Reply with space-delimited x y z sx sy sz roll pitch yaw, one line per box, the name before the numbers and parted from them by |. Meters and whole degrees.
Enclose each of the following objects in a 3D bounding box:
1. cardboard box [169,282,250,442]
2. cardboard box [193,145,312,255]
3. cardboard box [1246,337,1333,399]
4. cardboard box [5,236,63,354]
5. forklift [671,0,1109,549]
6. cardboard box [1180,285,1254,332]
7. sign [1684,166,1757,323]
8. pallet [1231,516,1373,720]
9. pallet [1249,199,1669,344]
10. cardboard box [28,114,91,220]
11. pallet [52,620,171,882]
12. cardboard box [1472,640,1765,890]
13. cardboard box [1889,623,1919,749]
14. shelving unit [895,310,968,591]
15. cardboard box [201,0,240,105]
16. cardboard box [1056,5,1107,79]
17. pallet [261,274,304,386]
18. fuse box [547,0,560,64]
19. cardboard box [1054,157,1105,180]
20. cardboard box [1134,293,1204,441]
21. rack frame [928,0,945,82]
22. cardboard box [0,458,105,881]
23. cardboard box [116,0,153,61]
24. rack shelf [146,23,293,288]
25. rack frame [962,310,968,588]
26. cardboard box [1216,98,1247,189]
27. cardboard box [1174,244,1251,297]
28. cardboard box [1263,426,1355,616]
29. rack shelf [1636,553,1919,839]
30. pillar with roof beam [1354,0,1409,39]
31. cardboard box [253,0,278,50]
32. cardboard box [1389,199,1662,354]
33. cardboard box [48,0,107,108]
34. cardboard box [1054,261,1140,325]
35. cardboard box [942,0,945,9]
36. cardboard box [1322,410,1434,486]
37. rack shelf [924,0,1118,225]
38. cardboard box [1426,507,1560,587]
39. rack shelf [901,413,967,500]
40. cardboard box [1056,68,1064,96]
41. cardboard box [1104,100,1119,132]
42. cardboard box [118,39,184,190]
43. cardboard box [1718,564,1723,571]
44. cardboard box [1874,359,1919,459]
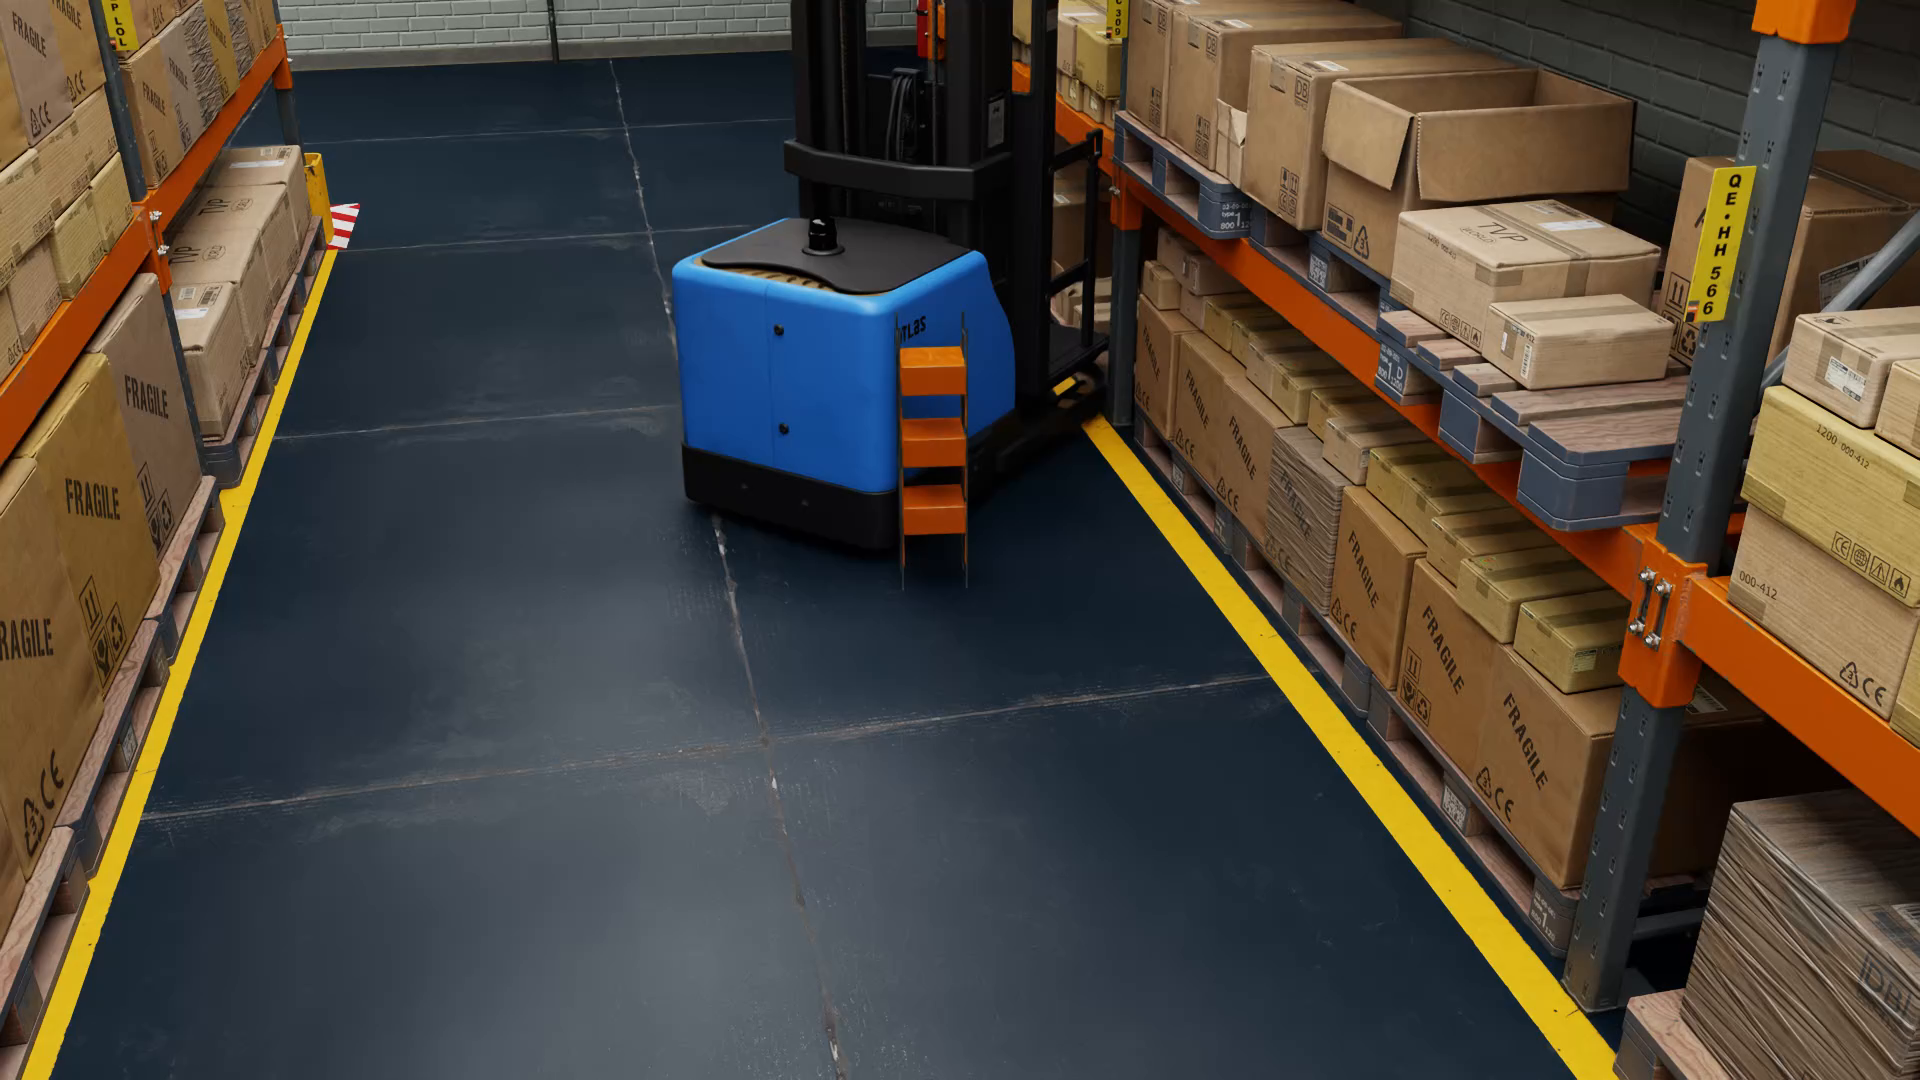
cardboard box | -3.681 -0.763 7.311 0.875 0.438 0.875 -6 27 -12
cardboard box | -4.299 -1.953 9.668 0.875 0.438 0.875 -7 28 -13
cardboard box | 1.315 -0.658 6.313 0.380 0.149 0.250 -6 27 -12
cardboard box | -3.088 -0.748 5.069 0.500 0.250 0.500 -7 28 -13
forklift | 0.030 -1.896 7.254 1.130 2.935 3.031 15 30 27
cardboard box | 1.151 -1.002 6.994 0.380 0.149 0.250 -7 28 -13
sign | 1.566 -0.605 3.423 0.100 0.325 0.005 -6 27 -12
pallet | 1.690 0.196 6.128 1.003 0.211 1.213 -6 27 -12
pallet | 1.650 -0.950 5.517 1.003 0.211 1.213 -6 27 -12
cardboard box | -3.188 -1.202 5.414 0.500 0.250 0.500 -5 27 -10
pallet | -3.118 0.679 5.170 1.003 0.211 1.213 -6 27 -12
cardboard box | 1.788 0.582 4.577 0.500 0.500 0.500 -5 27 -10
cardboard box | 2.063 0.325 2.944 0.500 0.250 0.500 -7 28 -13
shelving unit | -0.104 -0.324 6.227 0.252 1.050 0.215 -2 27 -4
cardboard box | -3.826 -2.377 8.019 0.500 0.500 0.500 -5 27 -10
cardboard box | 0.712 -2.422 8.056 0.500 0.250 0.500 -6 27 -11
pallet | -4.017 -1.067 8.629 1.003 0.211 1.213 -6 27 -12
fuse box | -3.759 -5.236 15.225 0.539 1.711 0.414 -6 27 -12
cardboard box | 0.512 -1.867 9.428 0.500 0.500 0.500 -5 27 -11
cardboard box | 1.081 -0.775 7.265 0.500 0.500 0.500 -5 27 -9
rack frame | 0.290 -3.695 10.742 1.000 3.000 0.127 -6 27 -12
cardboard box | -3.014 0.380 4.560 0.875 0.875 0.875 -6 27 -11
cardboard box | -3.515 -2.158 6.476 0.500 0.500 0.500 -6 27 -11
rack shelf | -4.094 -1.990 8.162 1.077 0.370 4.000 -6 27 -12
rack frame | 0.018 -0.328 6.236 0.008 1.050 0.200 -2 27 -4
cardboard box | 1.131 -1.418 5.913 0.396 0.266 0.258 -5 27 -9
cardboard box | 1.118 -1.139 6.936 0.380 0.149 0.250 -7 28 -14
cardboard box | 1.430 -0.095 5.917 0.500 0.500 0.500 -7 28 -13
rack shelf | 2.544 1.016 2.206 1.077 0.370 4.000 -6 27 -12
pillar with roof beam | -2.282 -4.577 5.832 9.100 9.000 0.400 -6 27 -12
cardboard box | -4.179 -3.049 9.351 0.500 0.500 0.500 -6 27 -11
cardboard box | 1.540 -0.734 4.575 0.500 0.250 0.500 -7 28 -14
cardboard box | -3.298 -1.754 5.675 0.500 0.500 0.500 -5 27 -10
cardboard box | 0.699 -1.277 8.520 0.396 0.266 0.258 -5 27 -10
cardboard box | 0.097 -3.411 10.457 0.380 0.149 0.250 -6 27 -12
cardboard box | 1.463 -0.320 5.643 0.380 0.149 0.250 -7 28 -14
rack shelf | 0.741 -2.496 9.164 1.077 0.370 4.000 -6 27 -12
cardboard box | 1.627 0.028 4.954 0.380 0.149 0.250 -7 28 -13
rack shelf | -0.104 -0.315 6.232 0.240 0.259 0.215 -2 27 -4
cardboard box | 0.679 -2.283 8.222 0.380 0.149 0.250 -5 27 -10
cardboard box | 0.873 -1.941 7.546 0.380 0.149 0.250 -6 27 -11
cardboard box | -3.494 -1.710 6.699 0.500 0.500 0.500 -5 27 -10
cardboard box | 2.245 0.076 4.859 0.380 0.149 0.250 -5 27 -10
cardboard box | 1.939 -0.230 3.046 0.380 0.149 0.250 -5 27 -10
